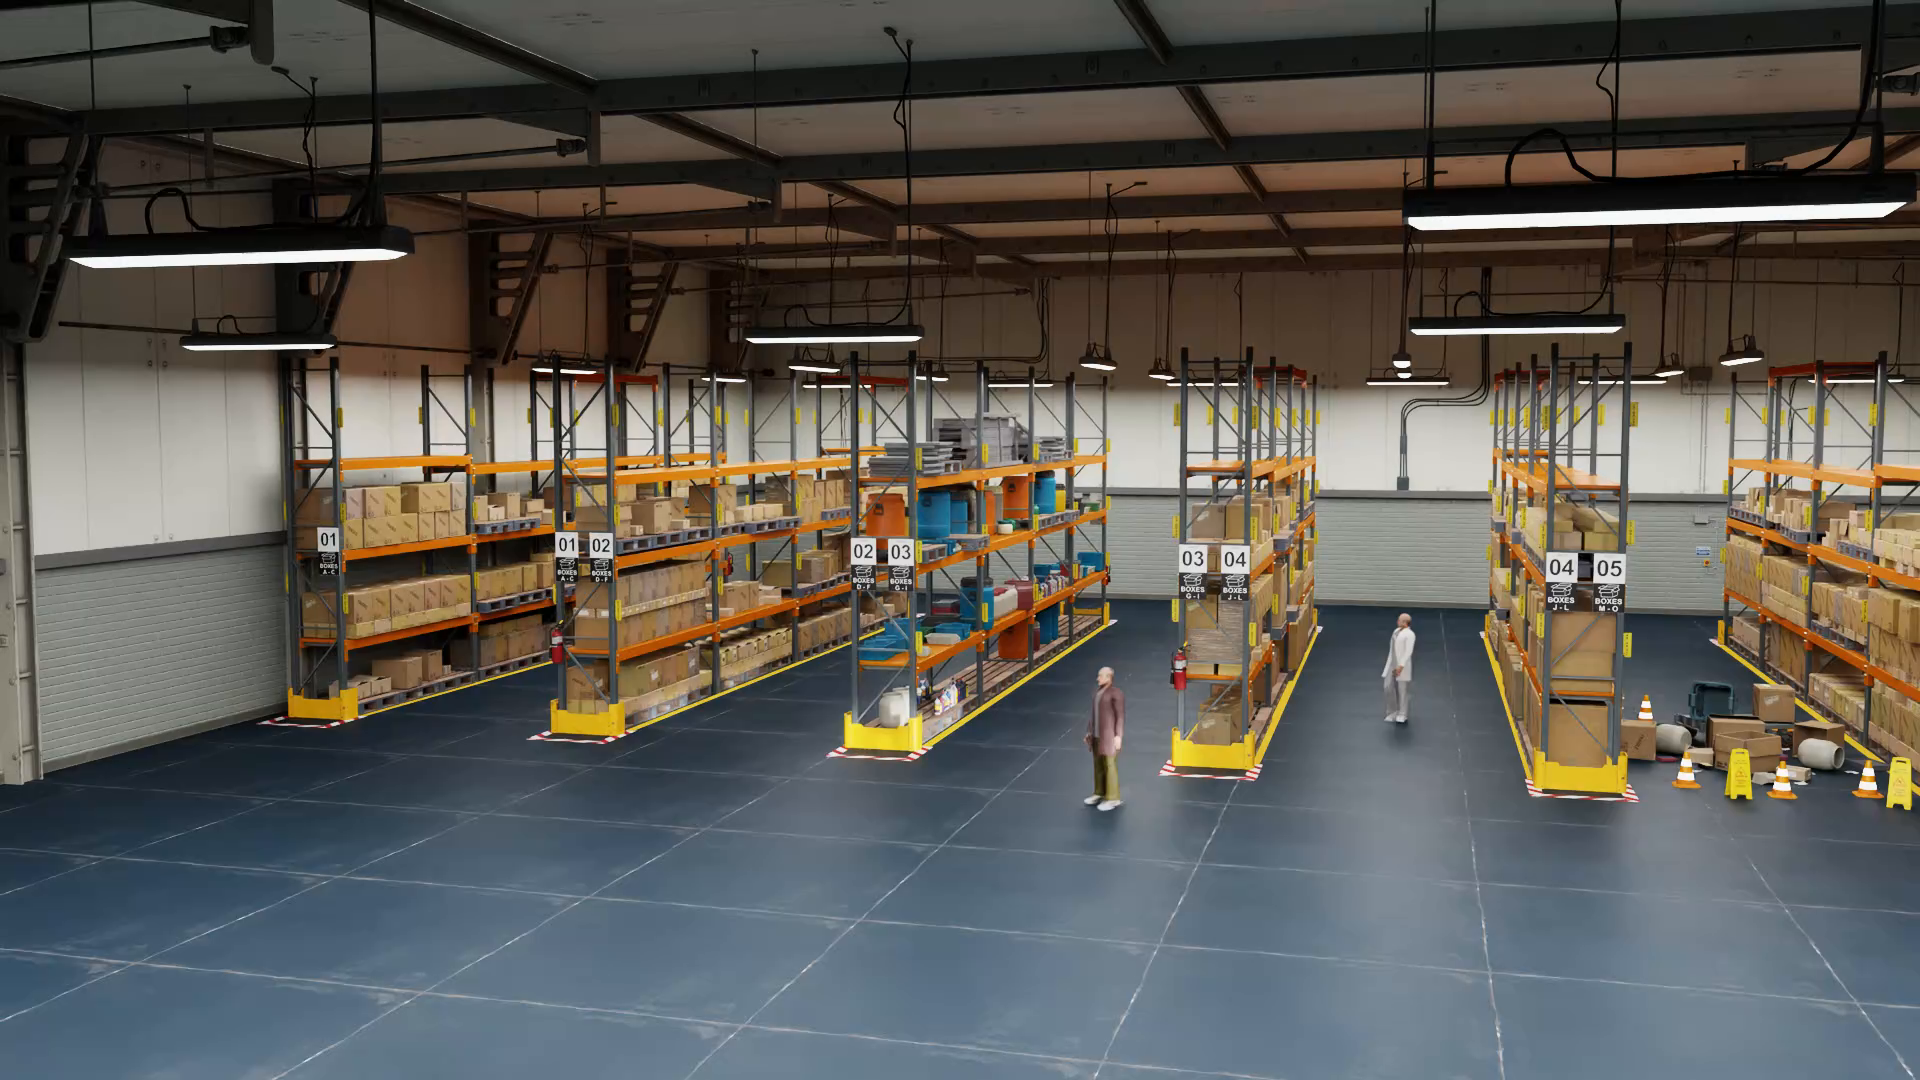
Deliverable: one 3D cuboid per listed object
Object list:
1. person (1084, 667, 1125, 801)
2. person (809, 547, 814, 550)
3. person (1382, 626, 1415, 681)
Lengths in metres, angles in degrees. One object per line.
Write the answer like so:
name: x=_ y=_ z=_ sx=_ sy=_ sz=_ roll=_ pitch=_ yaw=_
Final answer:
person: x=1.861 y=2.490 z=21.470 sx=0.326 sy=1.704 sz=0.626 roll=-2 pitch=5 yaw=-30
person: x=-3.691 y=0.989 z=42.639 sx=0.398 sy=1.622 sz=0.492 roll=4 pitch=6 yaw=42
person: x=7.236 y=1.871 z=27.405 sx=0.537 sy=0.918 sz=0.599 roll=-4 pitch=6 yaw=-43
